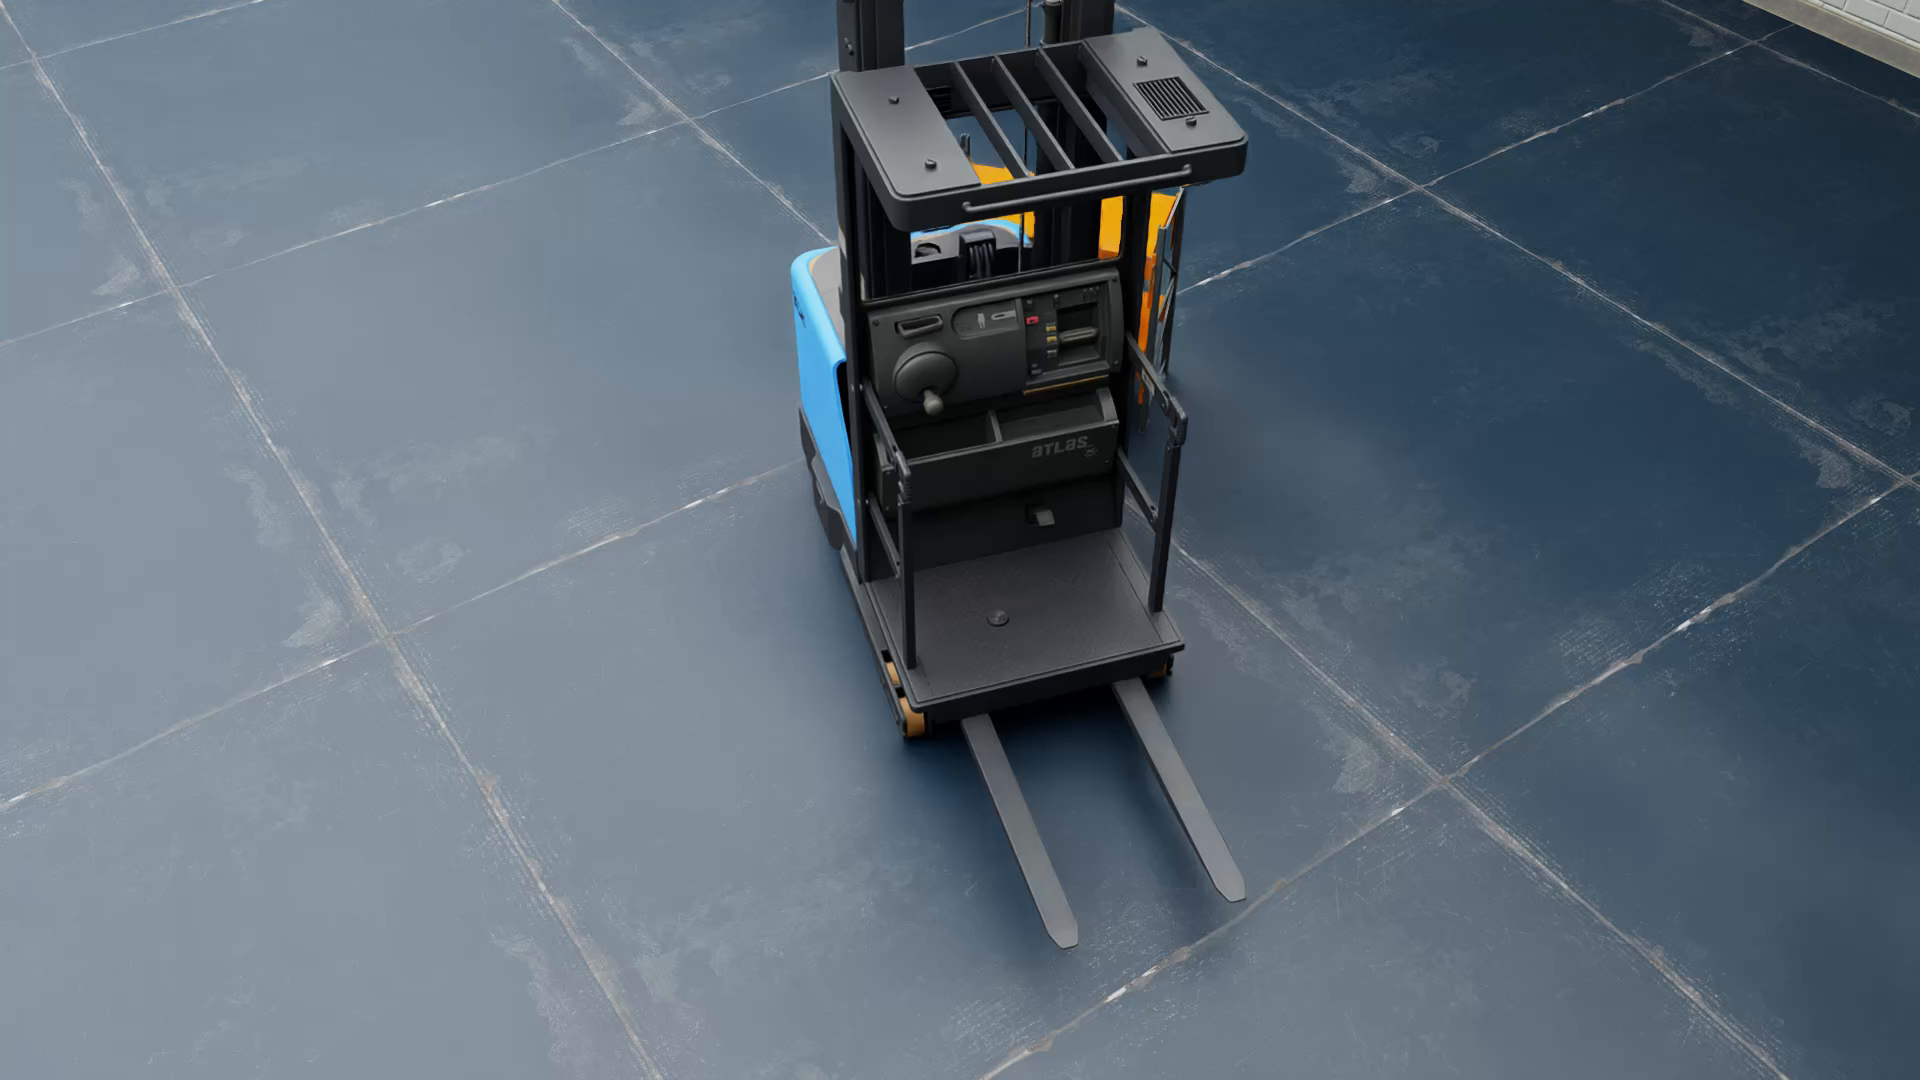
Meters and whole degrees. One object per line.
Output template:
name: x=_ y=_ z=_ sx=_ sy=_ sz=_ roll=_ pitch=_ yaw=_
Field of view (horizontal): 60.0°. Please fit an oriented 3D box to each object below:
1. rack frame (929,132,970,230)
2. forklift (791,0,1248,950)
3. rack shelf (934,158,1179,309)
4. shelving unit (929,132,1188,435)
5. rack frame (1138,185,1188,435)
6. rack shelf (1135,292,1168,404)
rack frame: x=-0.046 y=-1.280 z=7.767 sx=0.032 sy=1.125 sz=0.500 roll=12 pitch=45 yaw=13
forklift: x=0.203 y=-0.611 z=5.759 sx=1.130 sy=2.935 sz=3.031 roll=-12 pitch=45 yaw=-12
rack shelf: x=0.438 y=-1.384 z=7.452 sx=1.000 sy=0.278 sz=0.538 roll=12 pitch=45 yaw=13
shelving unit: x=0.438 y=-1.172 z=7.655 sx=1.048 sy=1.125 sz=0.538 roll=12 pitch=45 yaw=13
rack frame: x=0.922 y=-1.065 z=7.542 sx=0.032 sy=1.125 sz=0.500 roll=12 pitch=45 yaw=13
rack shelf: x=0.438 y=-0.996 z=7.823 sx=1.000 sy=0.278 sz=0.538 roll=12 pitch=45 yaw=13
